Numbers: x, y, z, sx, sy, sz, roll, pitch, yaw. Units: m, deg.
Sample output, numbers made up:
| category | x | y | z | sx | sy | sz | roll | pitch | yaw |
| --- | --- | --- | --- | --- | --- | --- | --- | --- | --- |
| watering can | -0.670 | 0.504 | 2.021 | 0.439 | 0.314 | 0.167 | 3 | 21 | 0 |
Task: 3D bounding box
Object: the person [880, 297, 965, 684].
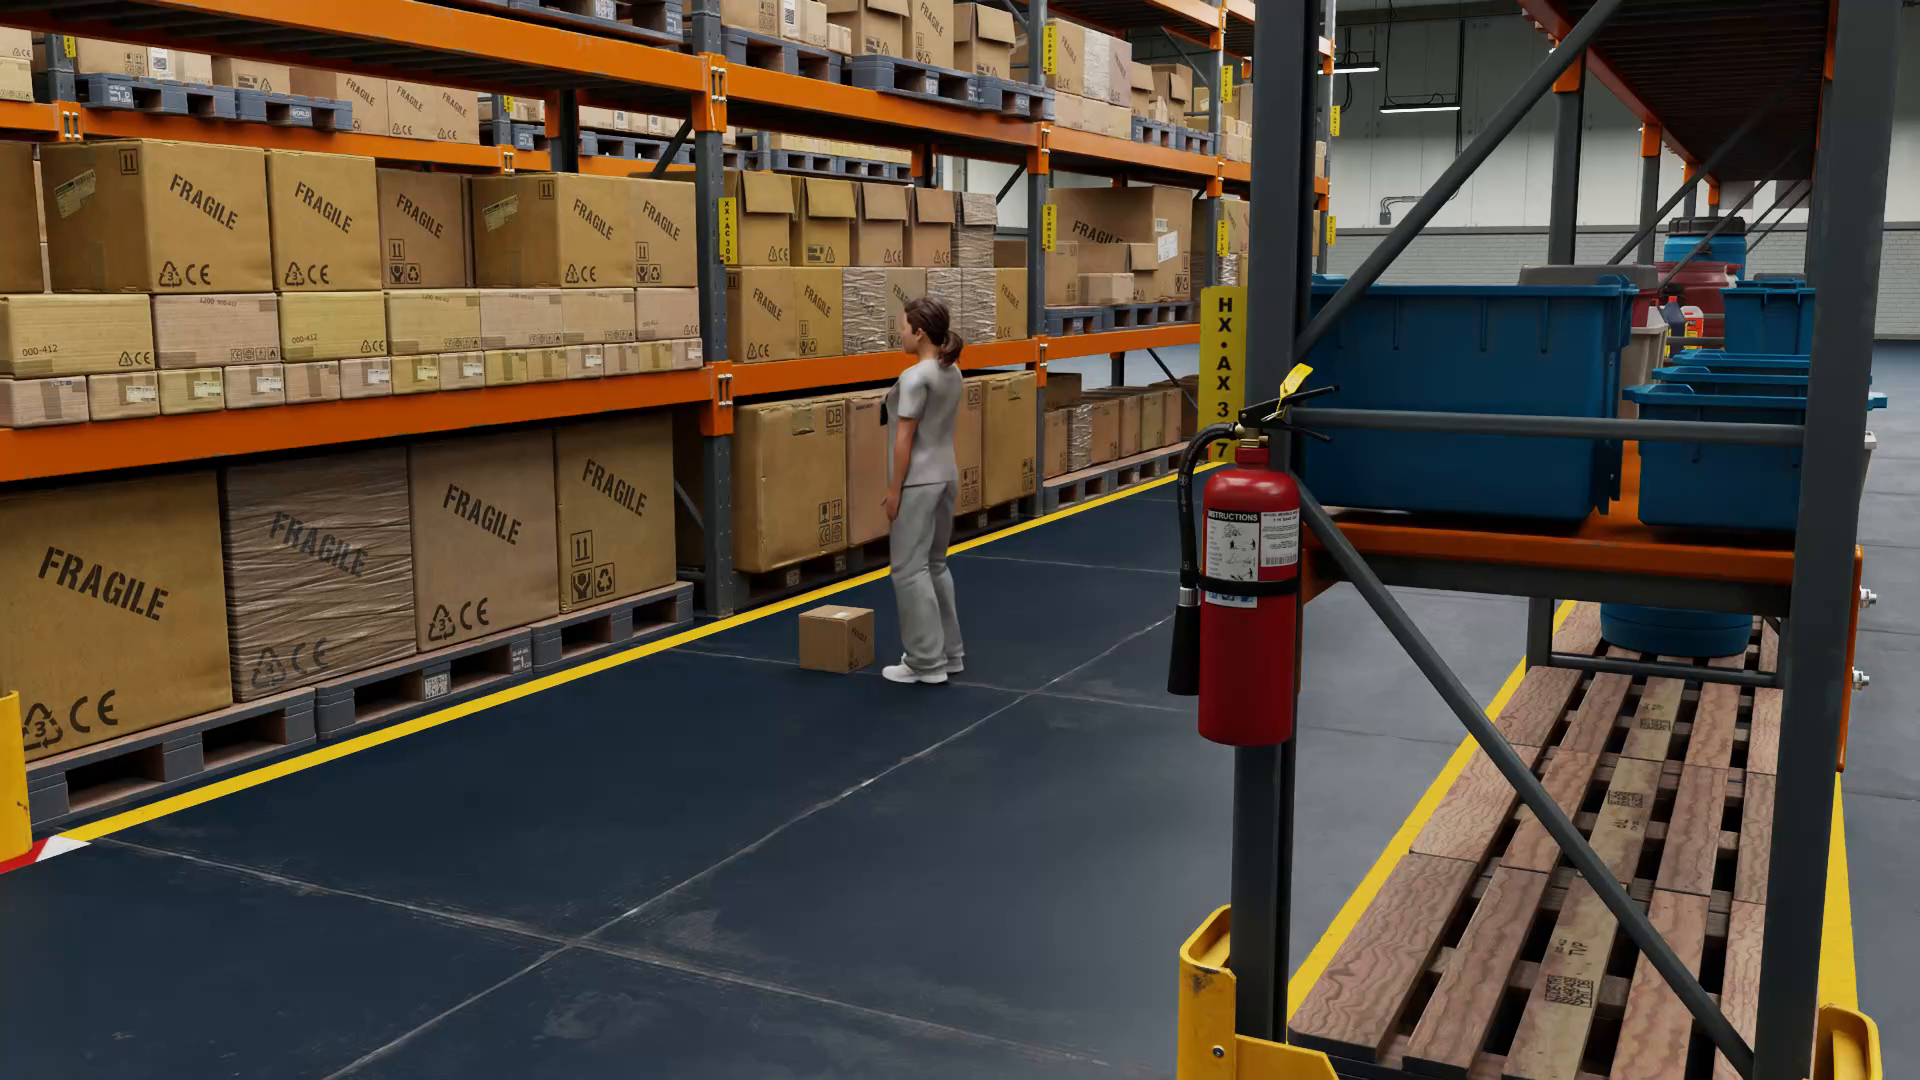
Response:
| category | x | y | z | sx | sy | sz | roll | pitch | yaw |
| --- | --- | --- | --- | --- | --- | --- | --- | --- | --- |
| person | -0.155 | -0.214 | 7.246 | 0.372 | 1.672 | 0.437 | 5 | 10 | 27 |
